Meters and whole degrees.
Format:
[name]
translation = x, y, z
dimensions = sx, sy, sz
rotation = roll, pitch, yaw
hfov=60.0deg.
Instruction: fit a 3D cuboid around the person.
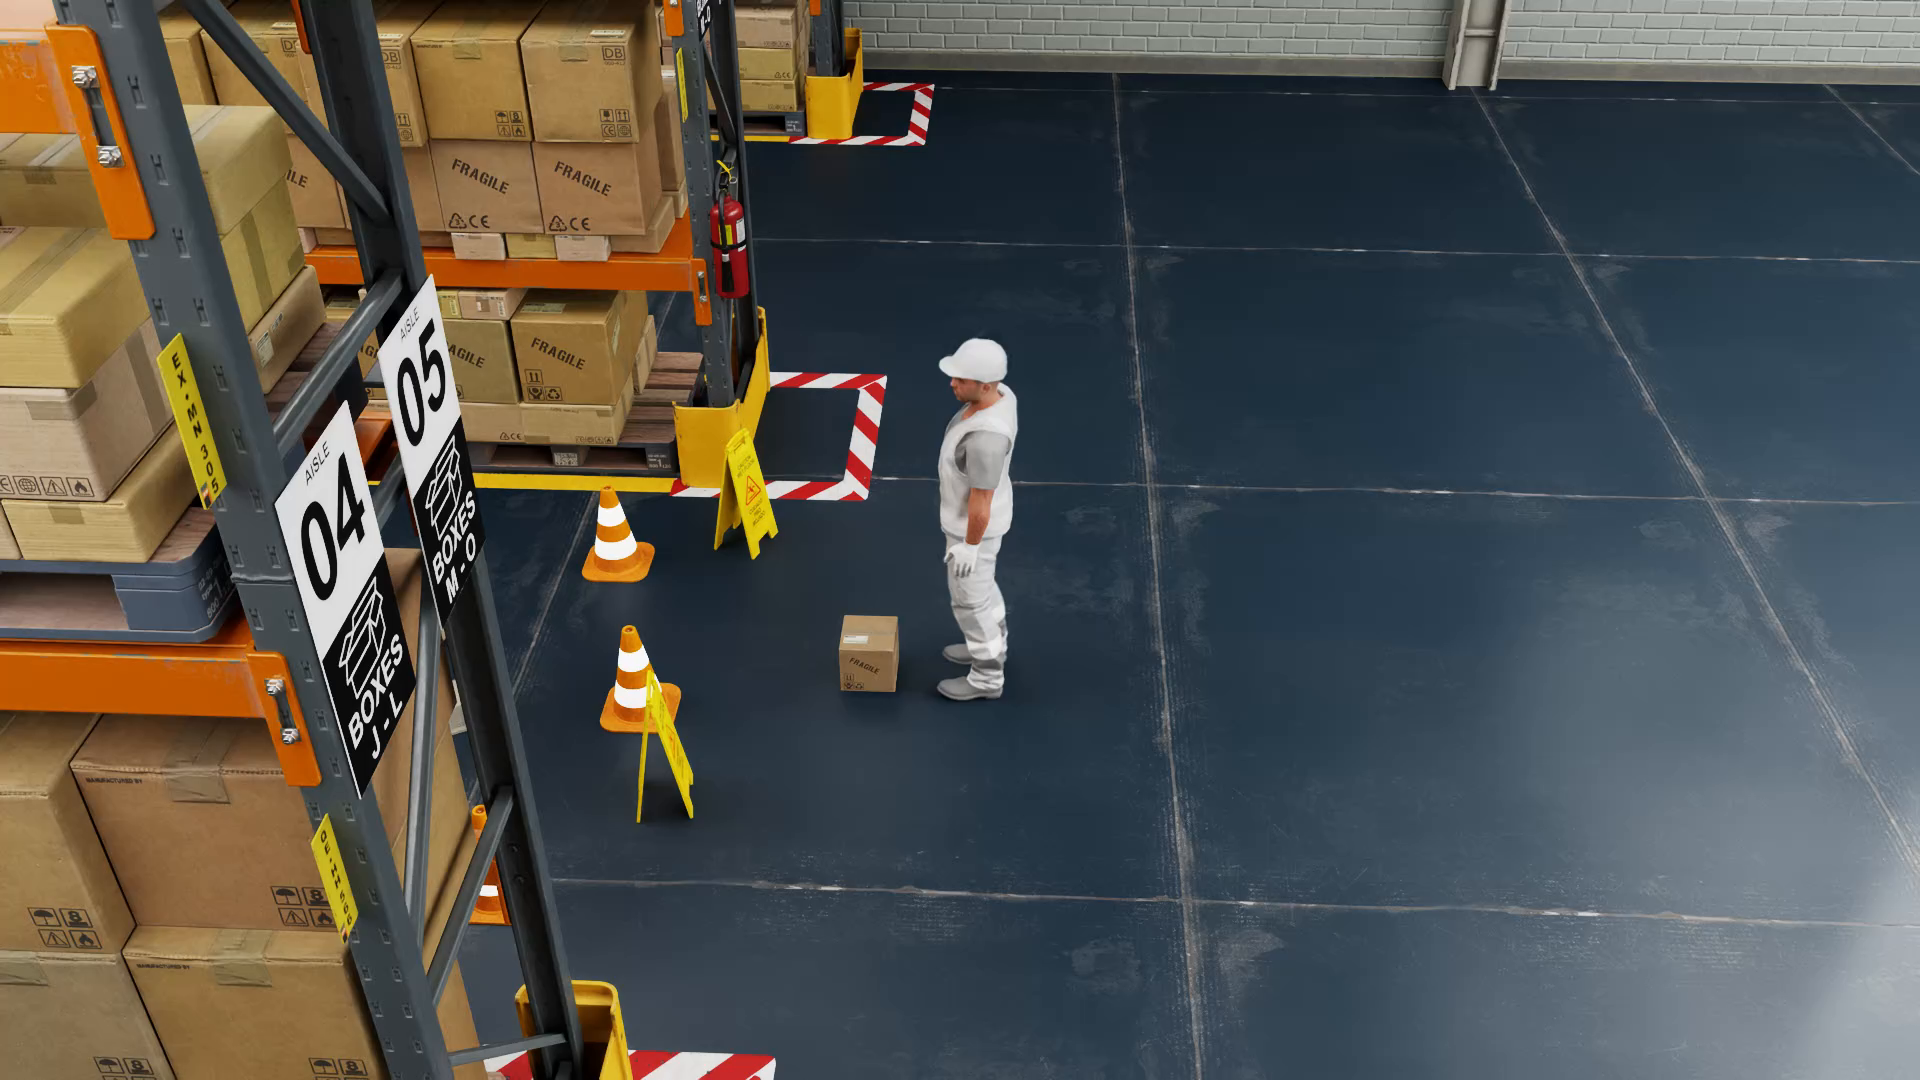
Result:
[person]
translation = 0.071, -0.079, 7.212
dimensions = 0.338, 1.785, 0.525
rotation = 2, 35, 3
